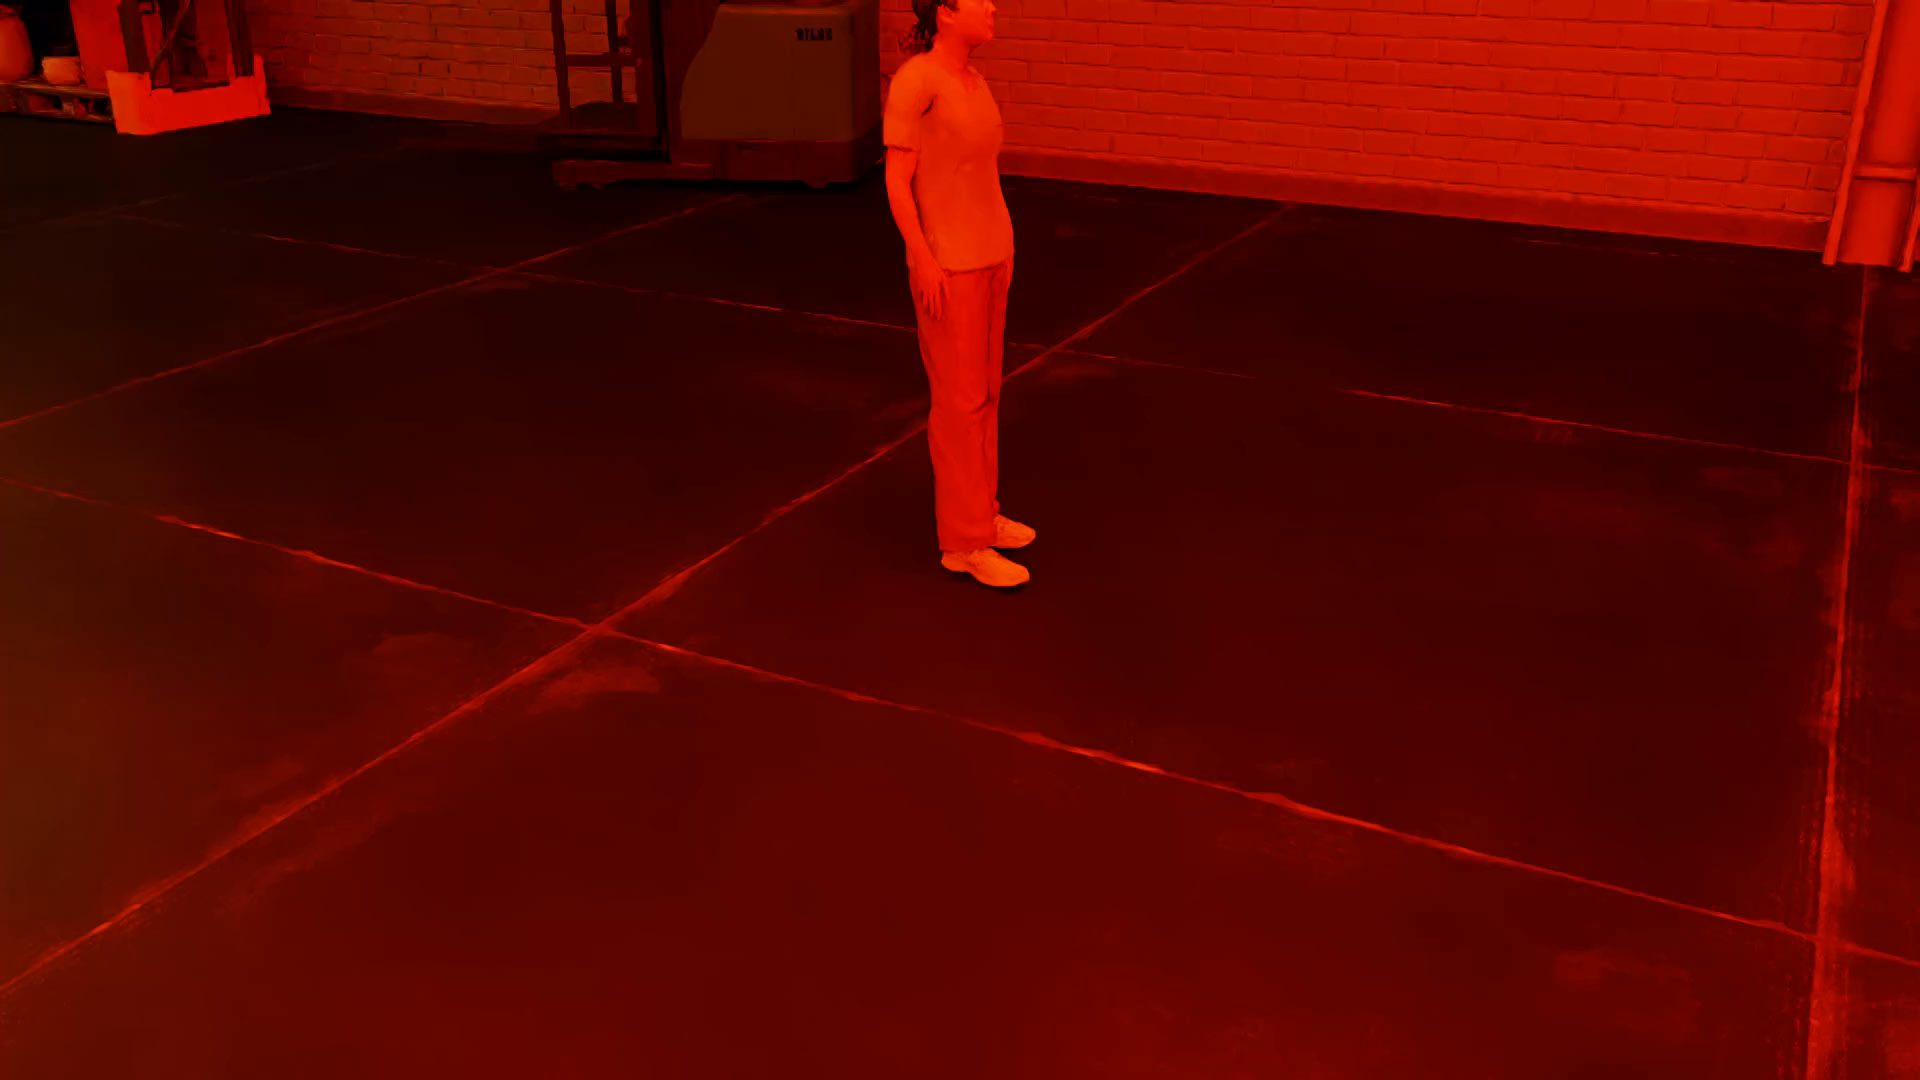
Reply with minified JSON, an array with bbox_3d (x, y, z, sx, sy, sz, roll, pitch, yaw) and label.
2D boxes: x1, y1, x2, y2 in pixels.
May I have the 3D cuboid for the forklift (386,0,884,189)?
[{"bbox_3d":[-2.051,-3.696,10.039,3.031,2.935,1.130,3,23,7],"label":"forklift"}]

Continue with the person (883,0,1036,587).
[{"bbox_3d":[0.061,-0.761,4.696,0.548,1.674,0.554,11,25,25],"label":"person"}]
